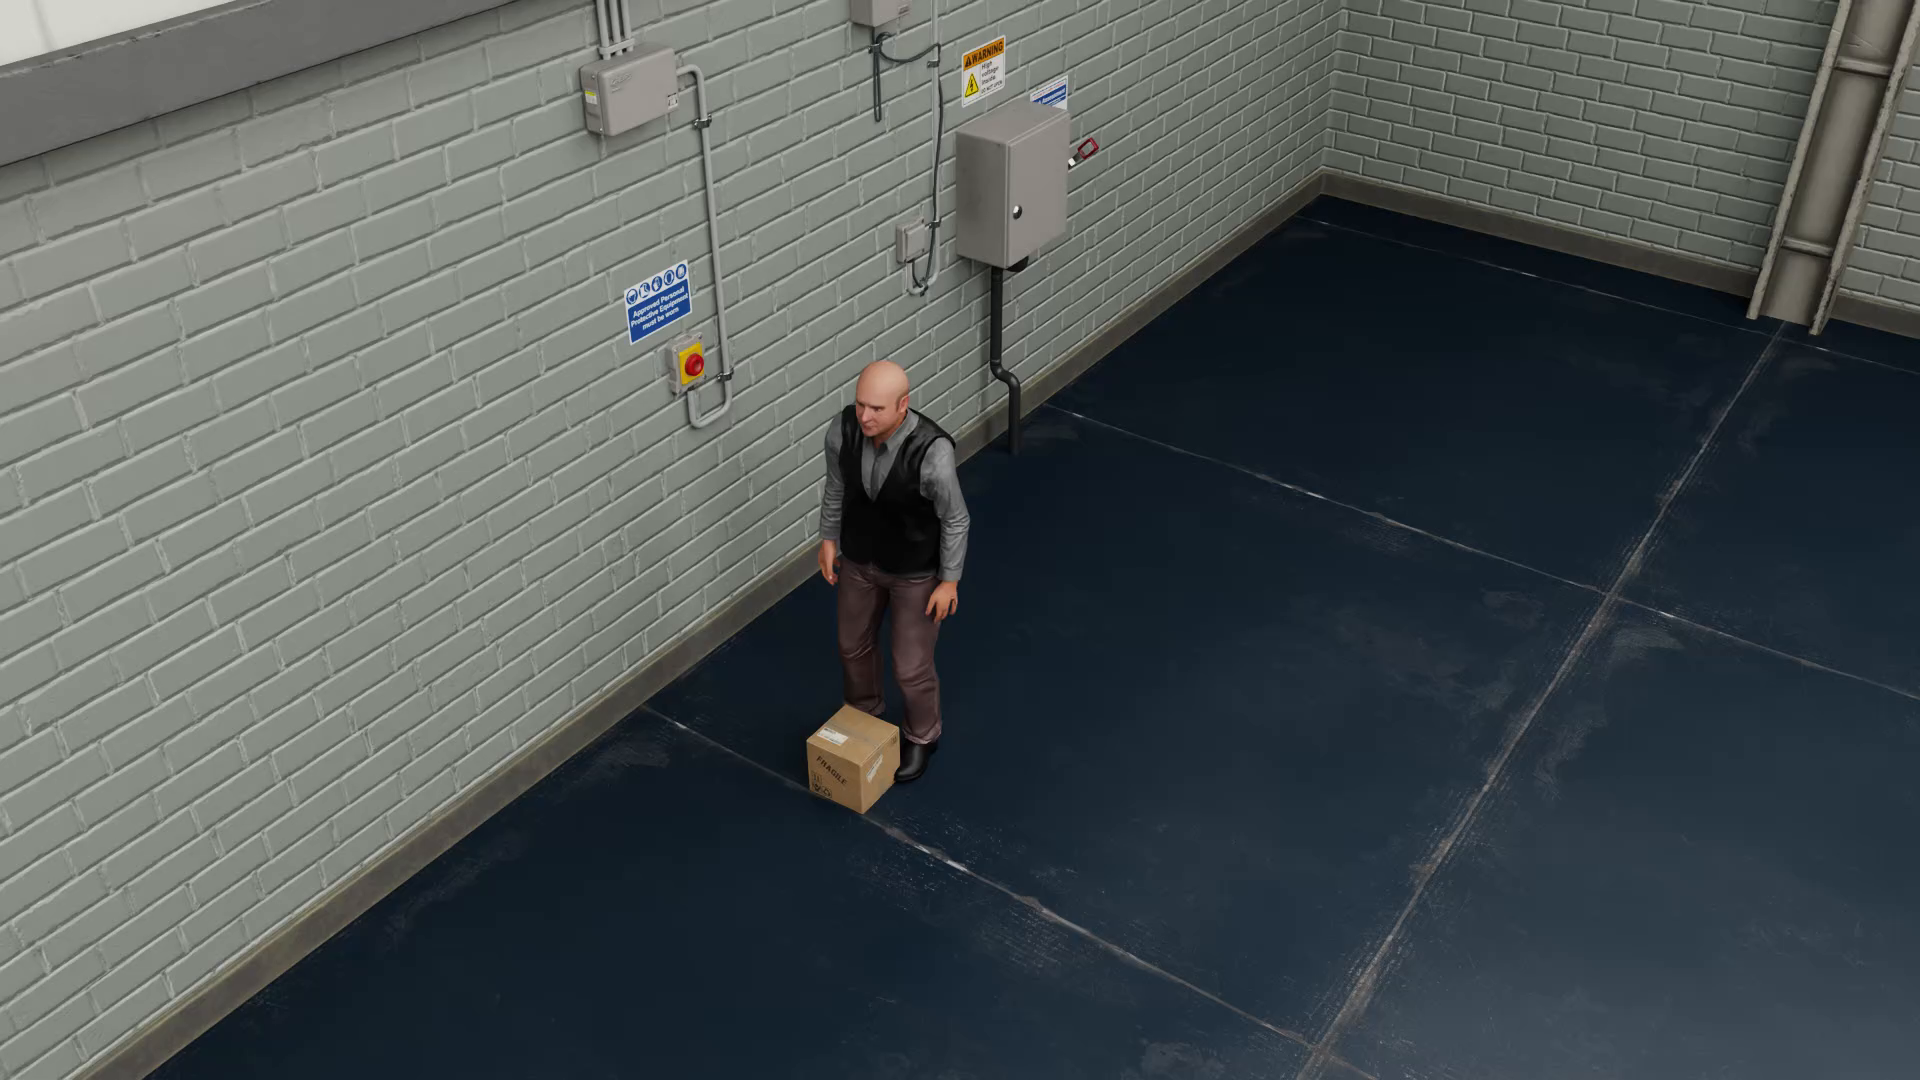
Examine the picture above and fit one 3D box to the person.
[{"bbox_3d":[-0.240,0.086,6.038,0.594,1.721,0.417,19,39,26],"label":"person"}]
